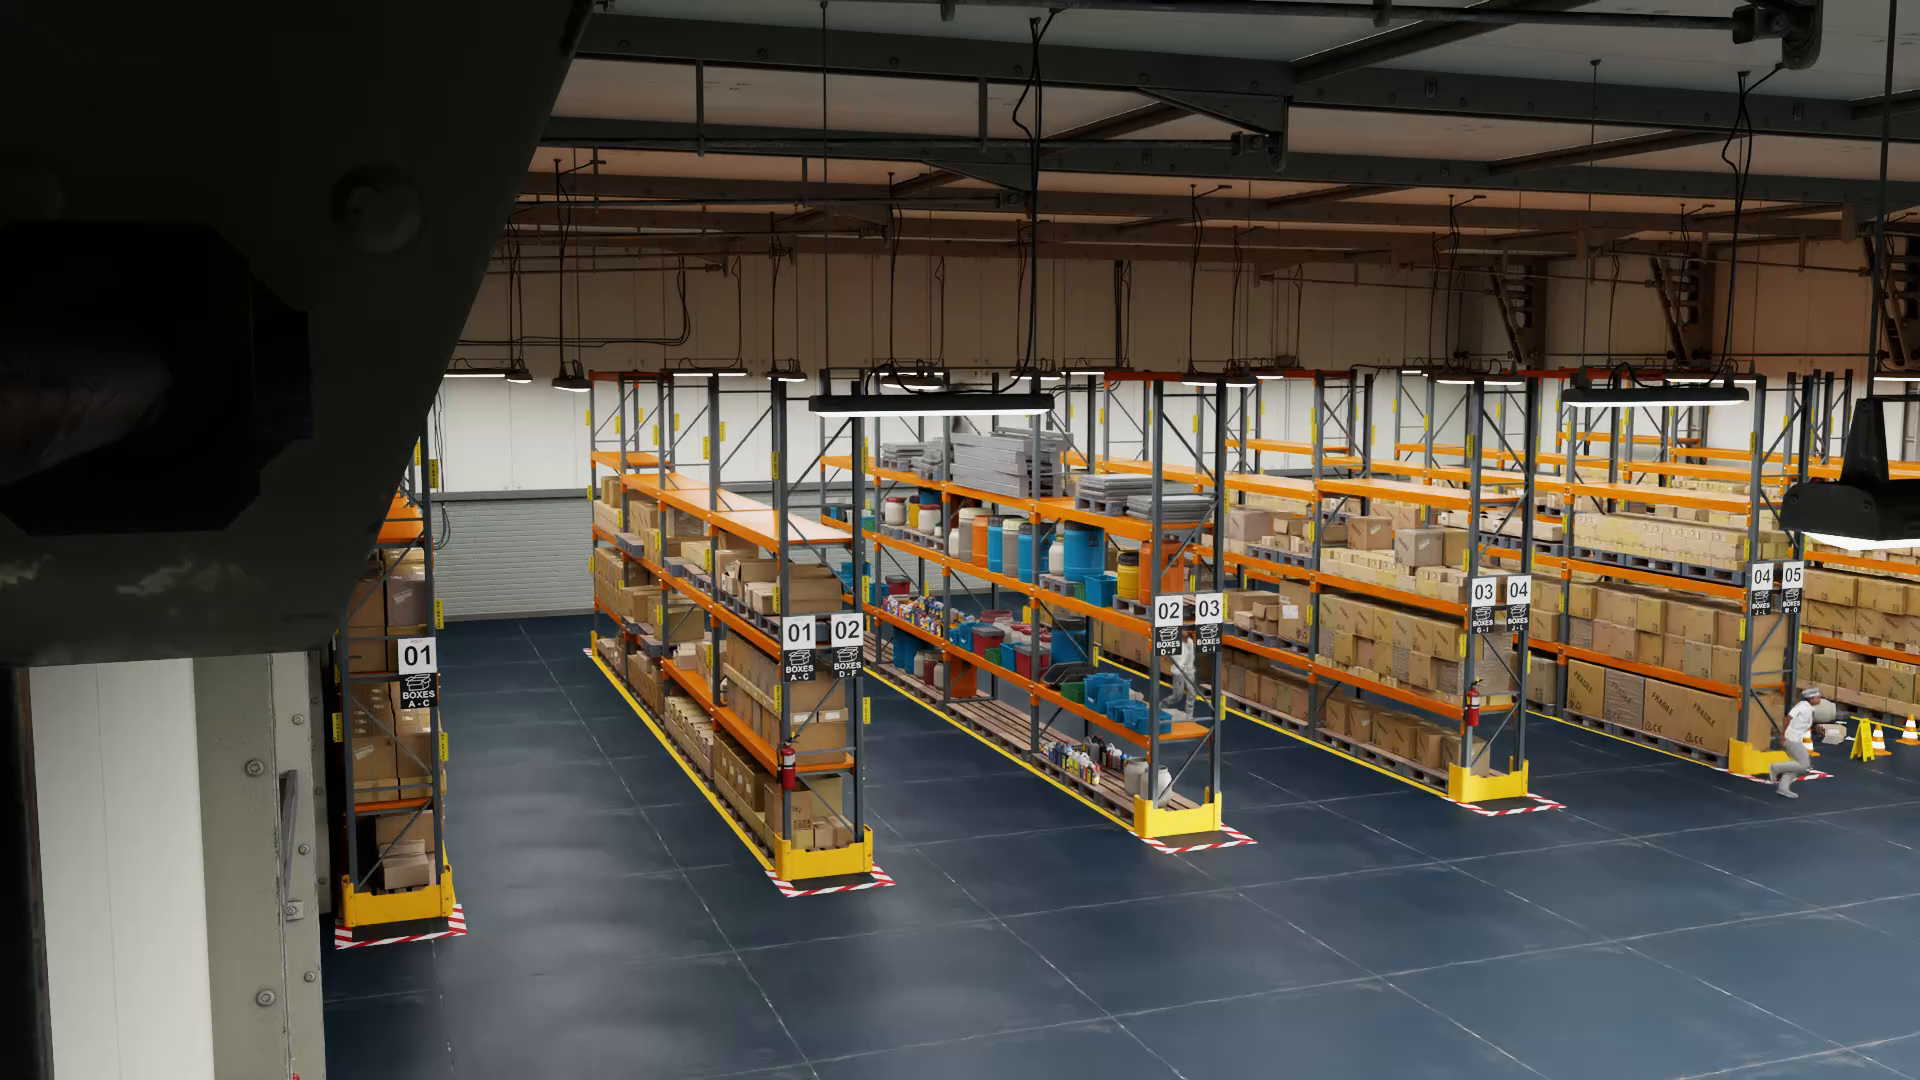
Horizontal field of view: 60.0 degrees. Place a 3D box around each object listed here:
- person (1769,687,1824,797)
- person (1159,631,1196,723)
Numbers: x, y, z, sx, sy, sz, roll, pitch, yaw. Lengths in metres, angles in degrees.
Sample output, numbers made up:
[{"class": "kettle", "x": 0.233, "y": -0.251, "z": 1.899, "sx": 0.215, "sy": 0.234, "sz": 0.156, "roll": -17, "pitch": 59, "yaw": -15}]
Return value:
[{"class": "person", "x": 12.000, "y": 2.890, "z": 23.853, "sx": 0.688, "sy": 1.614, "sz": 0.563, "roll": 3, "pitch": 7, "yaw": 23}, {"class": "person", "x": 3.771, "y": 2.284, "z": 28.443, "sx": 0.683, "sy": 1.775, "sz": 0.880, "roll": -5, "pitch": 8, "yaw": -36}]
